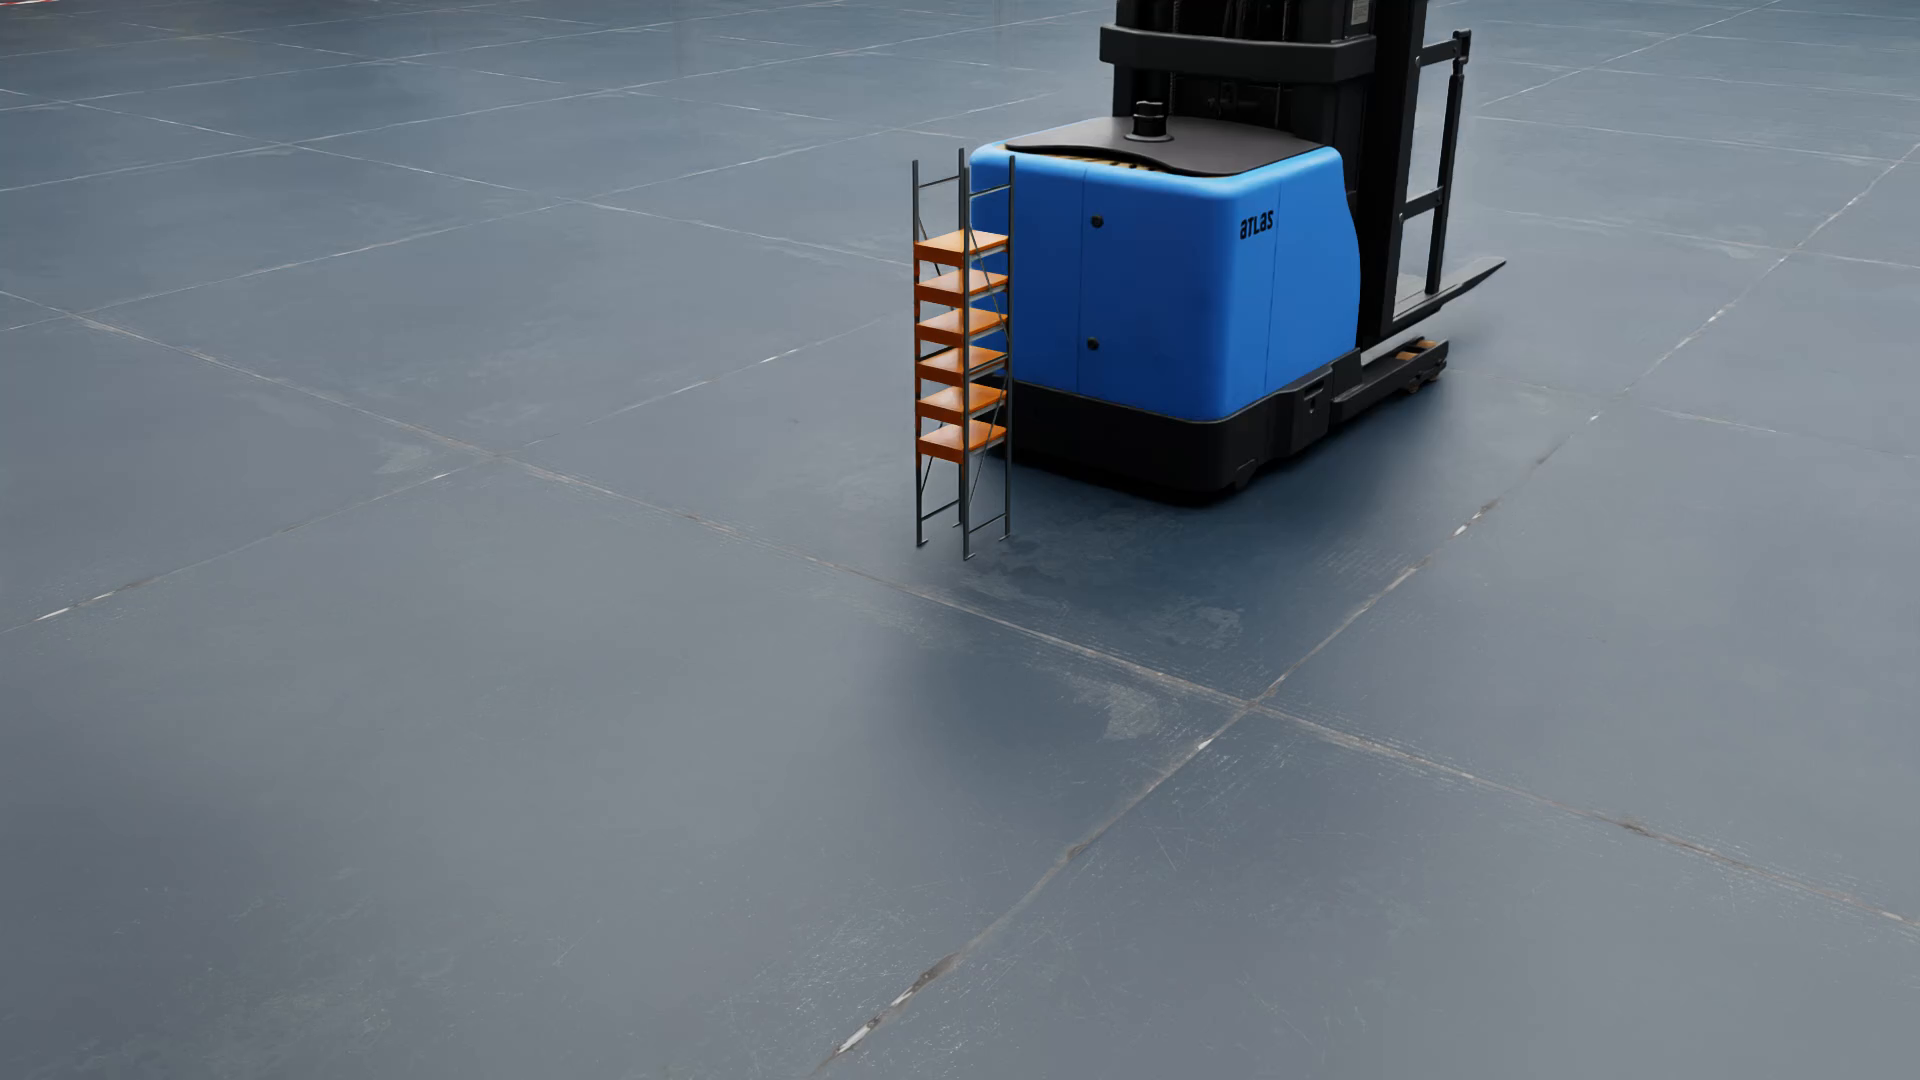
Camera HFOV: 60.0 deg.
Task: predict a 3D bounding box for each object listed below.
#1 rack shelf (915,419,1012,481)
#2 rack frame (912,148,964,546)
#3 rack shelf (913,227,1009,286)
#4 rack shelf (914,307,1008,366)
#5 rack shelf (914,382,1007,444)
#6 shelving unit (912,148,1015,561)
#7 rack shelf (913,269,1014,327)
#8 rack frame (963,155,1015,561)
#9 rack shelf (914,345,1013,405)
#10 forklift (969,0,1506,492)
[{"bbox_3d":[0.012,-0.285,5.115,0.180,0.103,0.258,17,29,33],"label":"rack shelf"},{"bbox_3d":[-0.062,-0.568,5.050,0.006,1.200,0.240,17,29,33],"label":"rack frame"},{"bbox_3d":[0.012,-0.834,4.873,0.180,0.103,0.258,17,29,33],"label":"rack shelf"},{"bbox_3d":[0.012,-0.615,4.970,0.180,0.103,0.258,17,29,33],"label":"rack shelf"},{"bbox_3d":[0.012,-0.395,5.066,0.180,0.103,0.258,17,29,33],"label":"rack shelf"},{"bbox_3d":[0.012,-0.546,5.000,0.189,1.200,0.258,17,29,33],"label":"shelving unit"},{"bbox_3d":[0.012,-0.725,4.921,0.180,0.103,0.258,17,29,33],"label":"rack shelf"},{"bbox_3d":[0.085,-0.523,4.950,0.006,1.200,0.240,17,29,33],"label":"rack frame"},{"bbox_3d":[0.012,-0.505,5.018,0.180,0.103,0.258,17,29,33],"label":"rack shelf"},{"bbox_3d":[1.314,-2.026,6.213,1.130,2.935,3.031,17,29,34],"label":"forklift"}]
